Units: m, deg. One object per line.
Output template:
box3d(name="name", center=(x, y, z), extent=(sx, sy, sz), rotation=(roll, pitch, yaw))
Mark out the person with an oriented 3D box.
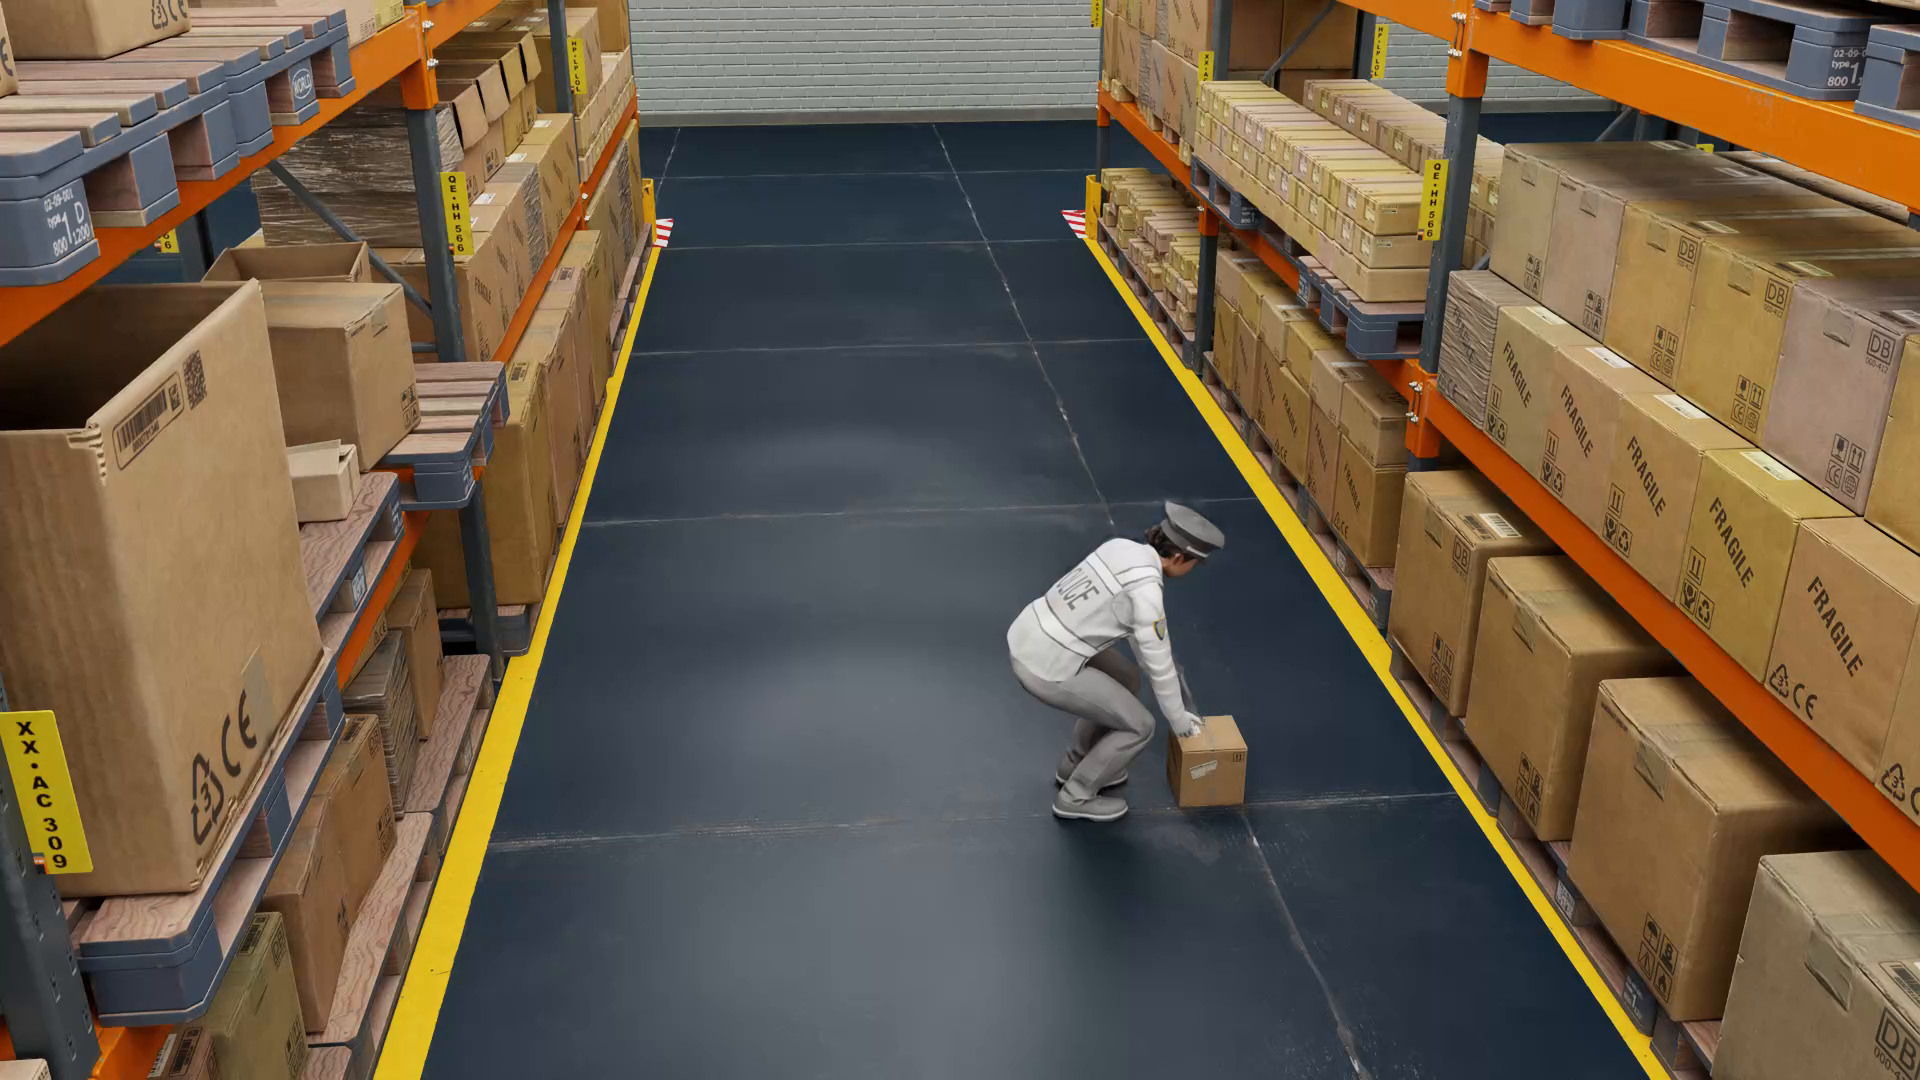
box3d(name="person", center=(0.570, 0.436, 6.220), extent=(0.796, 1.180, 0.522), rotation=(-2, 24, -5))
